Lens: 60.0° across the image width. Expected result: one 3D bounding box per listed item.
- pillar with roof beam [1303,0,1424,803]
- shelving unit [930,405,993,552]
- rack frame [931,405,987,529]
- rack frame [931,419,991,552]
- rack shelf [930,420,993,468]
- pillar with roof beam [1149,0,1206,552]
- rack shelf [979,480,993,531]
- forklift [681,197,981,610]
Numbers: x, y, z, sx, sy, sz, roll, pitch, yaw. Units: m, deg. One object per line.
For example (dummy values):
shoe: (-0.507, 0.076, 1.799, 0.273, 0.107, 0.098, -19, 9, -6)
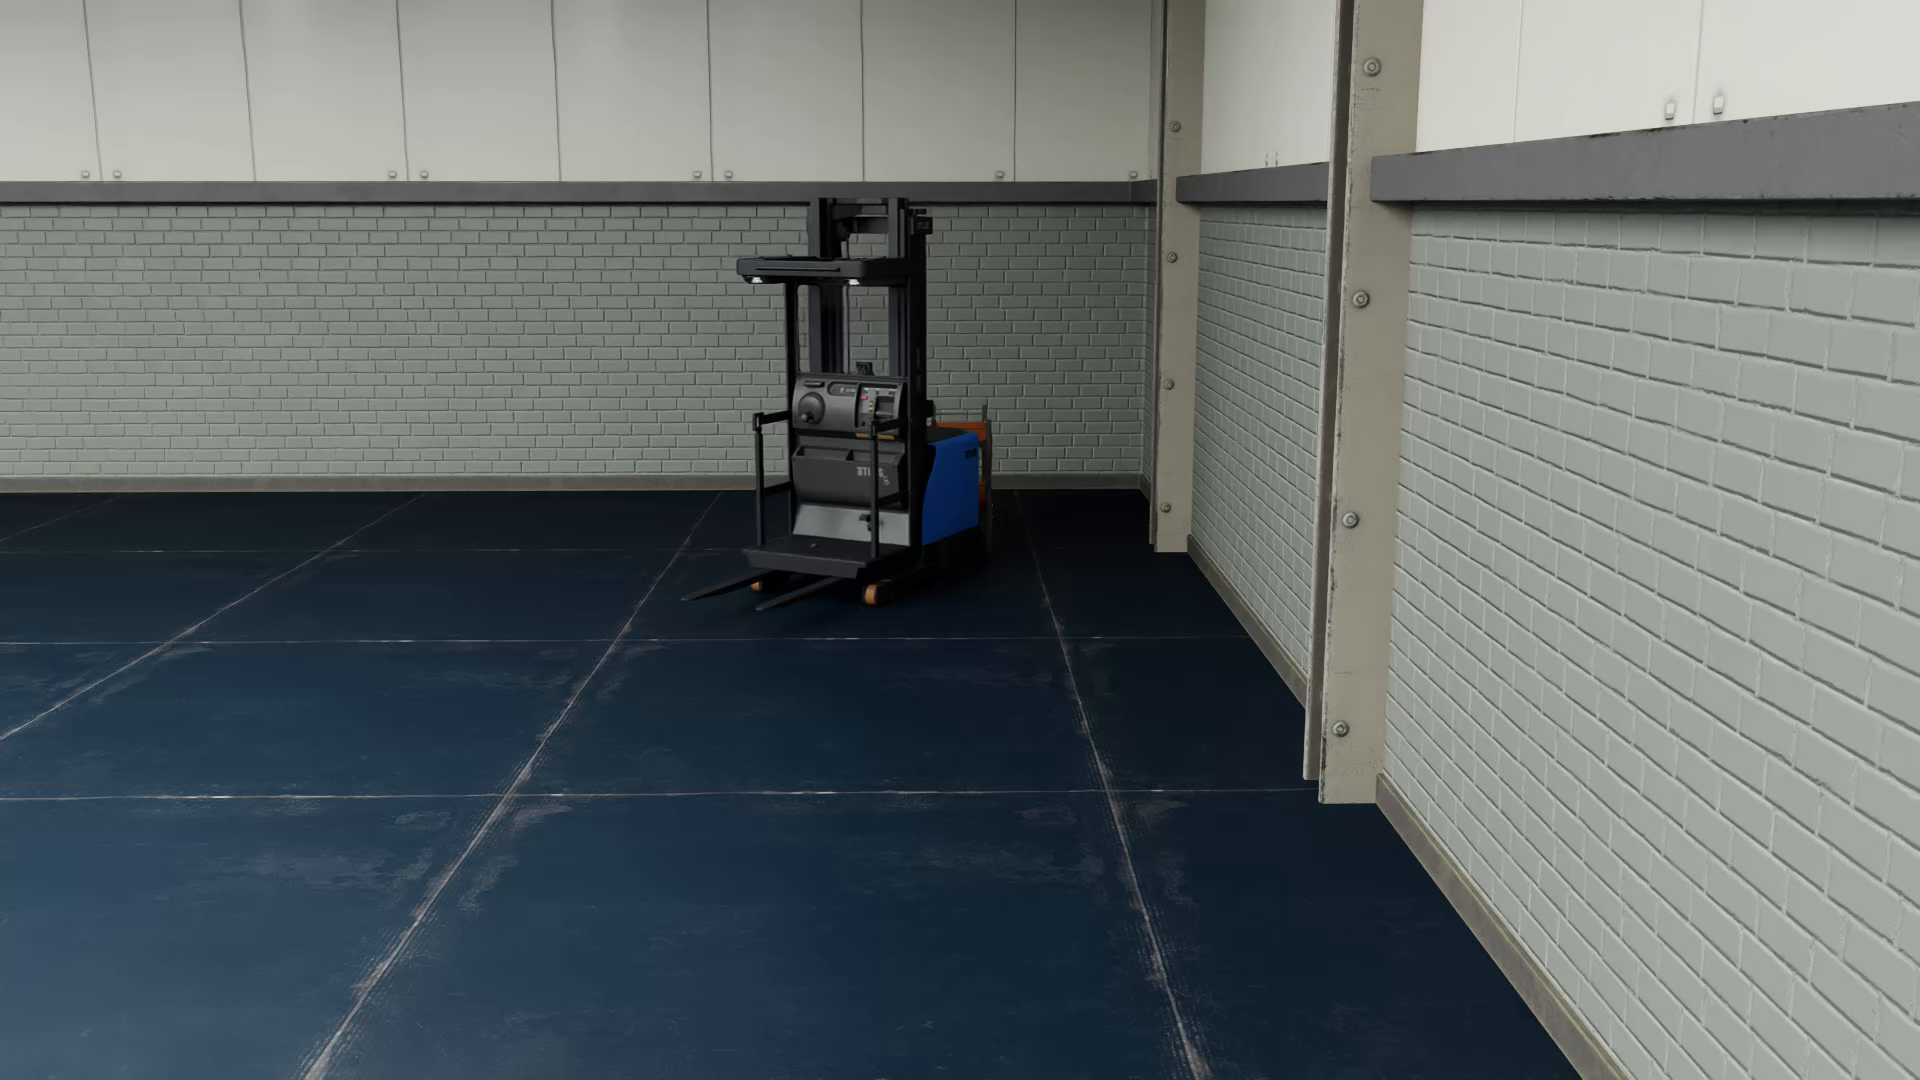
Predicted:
pillar with roof beam: (-2.381, -3.138, 7.391, 9.100, 9.000, 0.400, 0, 11, -1)
shelving unit: (0.000, -0.550, 14.441, 0.538, 1.125, 1.048, 0, 11, -1)
rack frame: (-0.010, -0.651, 14.939, 0.500, 1.125, 0.032, 0, 11, -1)
rack frame: (0.011, -0.449, 13.943, 0.500, 1.125, 0.032, 0, 11, -1)
rack shelf: (0.000, -0.837, 14.382, 0.538, 0.278, 1.000, 0, 11, -1)
pillar with roof beam: (-2.505, -4.330, 13.270, 9.100, 9.000, 0.400, 0, 11, -1)
rack shelf: (0.000, -0.310, 14.489, 0.538, 0.278, 1.000, 0, 11, -1)
forklift: (-0.942, -1.051, 12.368, 1.130, 2.935, 3.031, 6, 13, 26)
